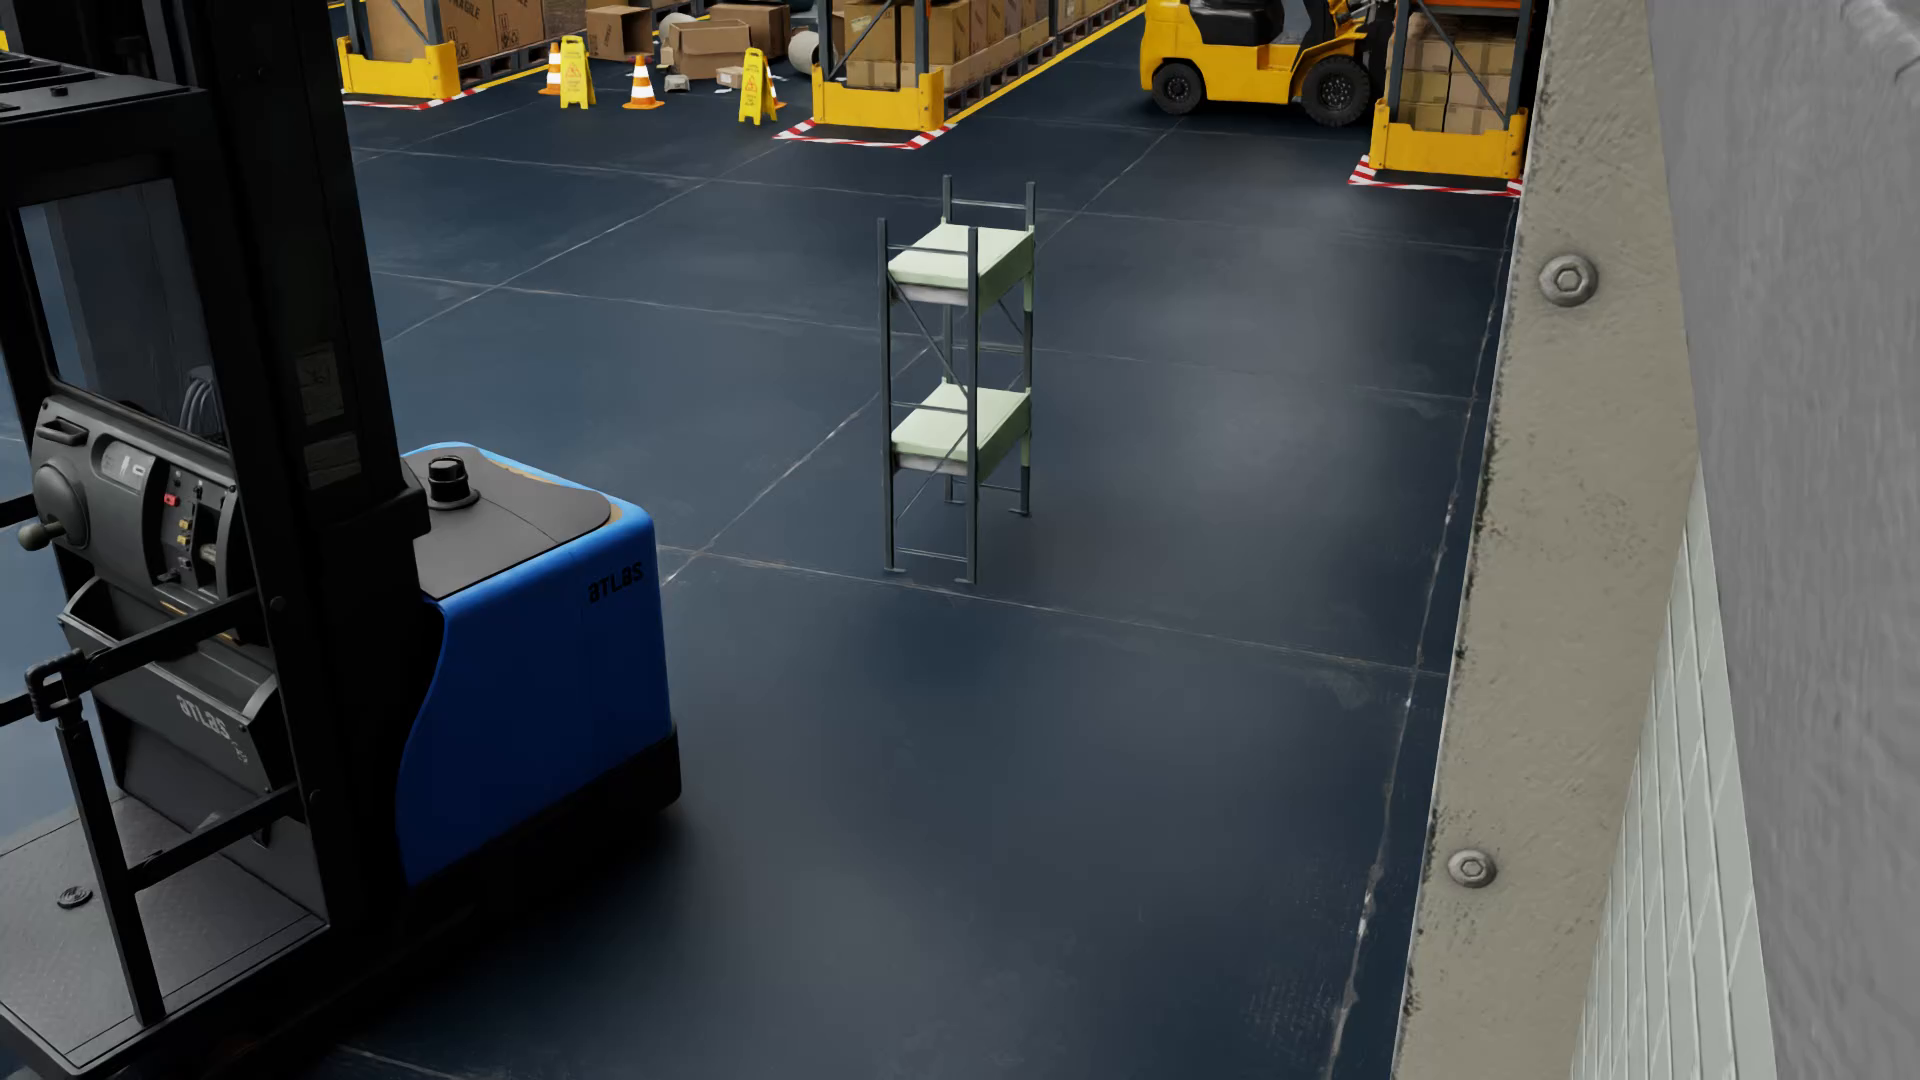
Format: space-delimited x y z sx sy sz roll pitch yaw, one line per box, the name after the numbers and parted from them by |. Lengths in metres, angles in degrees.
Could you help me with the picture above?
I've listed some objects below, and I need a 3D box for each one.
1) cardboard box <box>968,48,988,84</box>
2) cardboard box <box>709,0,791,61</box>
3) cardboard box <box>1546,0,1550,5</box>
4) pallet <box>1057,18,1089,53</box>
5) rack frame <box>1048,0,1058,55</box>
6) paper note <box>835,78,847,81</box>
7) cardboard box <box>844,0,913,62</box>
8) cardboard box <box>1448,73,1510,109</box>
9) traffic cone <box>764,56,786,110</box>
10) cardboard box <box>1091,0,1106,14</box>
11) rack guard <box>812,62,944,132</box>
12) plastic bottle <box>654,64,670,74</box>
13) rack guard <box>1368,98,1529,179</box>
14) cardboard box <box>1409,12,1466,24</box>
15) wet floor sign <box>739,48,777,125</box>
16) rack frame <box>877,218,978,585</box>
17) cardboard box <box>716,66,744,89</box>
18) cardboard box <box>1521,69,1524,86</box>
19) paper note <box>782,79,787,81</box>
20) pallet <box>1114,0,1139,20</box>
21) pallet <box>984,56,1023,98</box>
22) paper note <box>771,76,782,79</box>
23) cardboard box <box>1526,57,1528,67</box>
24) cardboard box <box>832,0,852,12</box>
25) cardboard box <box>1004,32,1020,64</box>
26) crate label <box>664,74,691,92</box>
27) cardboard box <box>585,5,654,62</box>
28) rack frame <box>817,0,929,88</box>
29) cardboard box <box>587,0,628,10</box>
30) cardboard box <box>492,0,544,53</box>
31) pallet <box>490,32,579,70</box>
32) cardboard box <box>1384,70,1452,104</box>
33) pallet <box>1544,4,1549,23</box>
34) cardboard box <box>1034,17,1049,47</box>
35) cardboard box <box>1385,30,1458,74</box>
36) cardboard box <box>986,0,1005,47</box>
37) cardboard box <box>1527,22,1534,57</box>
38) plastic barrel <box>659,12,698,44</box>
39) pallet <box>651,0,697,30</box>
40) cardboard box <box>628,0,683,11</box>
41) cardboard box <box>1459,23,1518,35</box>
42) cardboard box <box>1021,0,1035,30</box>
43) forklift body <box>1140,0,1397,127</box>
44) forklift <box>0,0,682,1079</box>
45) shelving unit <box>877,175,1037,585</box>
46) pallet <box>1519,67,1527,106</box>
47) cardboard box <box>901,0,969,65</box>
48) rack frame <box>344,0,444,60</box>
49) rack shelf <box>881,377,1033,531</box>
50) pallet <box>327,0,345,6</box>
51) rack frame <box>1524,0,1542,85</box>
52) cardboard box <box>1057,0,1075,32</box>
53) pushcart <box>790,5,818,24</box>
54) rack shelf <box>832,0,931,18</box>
-0.056 -4.531 15.839 0.500 0.250 0.500 10 27 19 | cardboard box
-2.262 -5.491 17.858 0.797 0.637 0.503 9 27 17 | cardboard box
6.987 -6.845 20.332 0.500 0.500 0.500 10 28 19 | cardboard box
0.827 -5.788 18.962 1.003 0.211 1.213 9 27 17 | pallet
0.569 -6.723 17.693 1.000 3.000 0.127 9 27 17 | rack frame
-1.196 -4.692 16.907 0.142 0.019 0.148 0 26 -1 | paper note
-0.741 -4.735 15.400 0.500 0.500 0.500 9 27 18 | cardboard box
4.272 -3.700 13.550 0.500 0.250 0.500 9 27 18 | cardboard box
-1.835 -4.301 15.602 0.336 0.463 0.334 9 27 17 | traffic cone
1.207 -6.527 19.822 0.950 0.372 0.625 10 27 19 | cardboard box
-0.737 -3.985 14.907 1.175 0.500 0.348 9 27 17 | rack guard
-3.098 -4.917 17.334 0.133 0.061 0.283 0 26 -1 | plastic bottle
3.912 -3.226 13.339 1.175 0.500 0.348 9 27 17 | rack guard
4.102 -4.416 14.455 0.500 0.250 0.500 9 27 18 | cardboard box
-1.834 -4.097 14.970 0.267 0.644 0.232 20 32 35 | wet floor sign
-0.124 -0.522 6.607 0.400 1.500 0.023 9 27 17 | rack frame
-2.231 -4.627 16.636 0.250 0.149 0.380 -20 33 -36 | cardboard box
4.945 -4.313 15.389 0.500 0.250 0.500 9 27 18 | cardboard box
-1.781 -4.676 16.896 0.032 0.001 0.123 9 27 17 | paper note
1.639 -6.791 21.033 1.003 0.211 1.213 9 27 17 | pallet
-0.025 -4.684 16.681 1.003 0.211 1.213 9 27 17 | pallet
-1.900 -4.742 17.022 0.148 0.019 0.142 20 32 35 | paper note
5.280 -4.727 16.245 0.500 0.250 0.500 9 27 18 | cardboard box
-1.119 -6.184 18.581 0.500 0.500 0.500 9 27 17 | cardboard box
0.284 -4.964 16.733 0.500 0.250 0.500 9 27 18 | cardboard box
-2.792 -4.508 16.403 0.250 0.136 0.298 -5 26 -9 | crate label
-3.681 -5.488 18.009 0.500 0.500 0.500 14 29 26 | cardboard box
-0.762 -5.079 14.298 1.000 3.000 0.127 9 27 17 | rack frame
-4.408 -6.384 18.949 0.875 0.875 0.875 9 27 18 | cardboard box
-5.009 -5.638 17.409 0.875 0.875 0.875 8 27 17 | cardboard box
-4.864 -5.340 18.037 1.003 0.211 1.213 9 27 17 | pallet
3.787 -3.783 13.720 0.500 0.250 0.500 8 27 17 | cardboard box
6.866 -6.695 20.835 1.003 0.211 1.213 9 27 17 | pallet
0.626 -5.392 17.619 0.500 0.250 0.500 10 28 20 | cardboard box
3.779 -3.997 13.589 0.500 0.250 0.500 10 27 19 | cardboard box
0.119 -5.090 16.133 0.500 0.500 0.500 9 27 18 | cardboard box
5.129 -4.737 15.692 0.500 0.250 0.500 9 27 18 | cardboard box
-3.063 -5.551 18.229 0.421 0.421 0.512 -14 29 -27 | plastic barrel
-3.947 -6.472 20.375 1.003 0.211 1.213 9 27 17 | pallet
-4.011 -6.844 20.042 1.050 0.750 0.750 9 27 17 | cardboard box
4.421 -4.138 13.881 0.500 0.250 0.500 9 27 18 | cardboard box
0.458 -5.521 17.023 0.500 0.500 0.500 9 27 18 | cardboard box
2.831 -5.023 15.155 2.313 2.155 1.214 9 27 17 | forklift body
-2.193 -0.058 4.007 1.130 2.935 3.031 18 31 33 | forklift
-0.002 -0.672 6.917 0.431 1.500 0.755 9 27 17 | shelving unit
4.947 -4.429 16.155 1.003 0.211 1.213 9 27 17 | pallet
-0.225 -4.669 15.265 0.500 0.500 0.500 8 27 16 | cardboard box
-5.464 -5.755 15.695 1.000 3.000 0.127 9 27 17 | rack frame
-0.002 -0.379 7.060 0.431 0.370 0.720 9 27 17 | rack shelf
-8.518 -7.225 21.930 1.003 0.211 1.213 9 27 17 | pallet
5.251 -6.005 16.210 1.000 3.000 0.127 9 27 17 | rack frame
0.741 -5.945 18.620 0.950 0.372 0.625 9 27 18 | cardboard box
-1.598 -5.853 18.905 1.648 0.377 0.936 0 26 -1 | pushcart
-0.096 -5.577 16.152 1.077 0.370 4.000 9 27 17 | rack shelf
